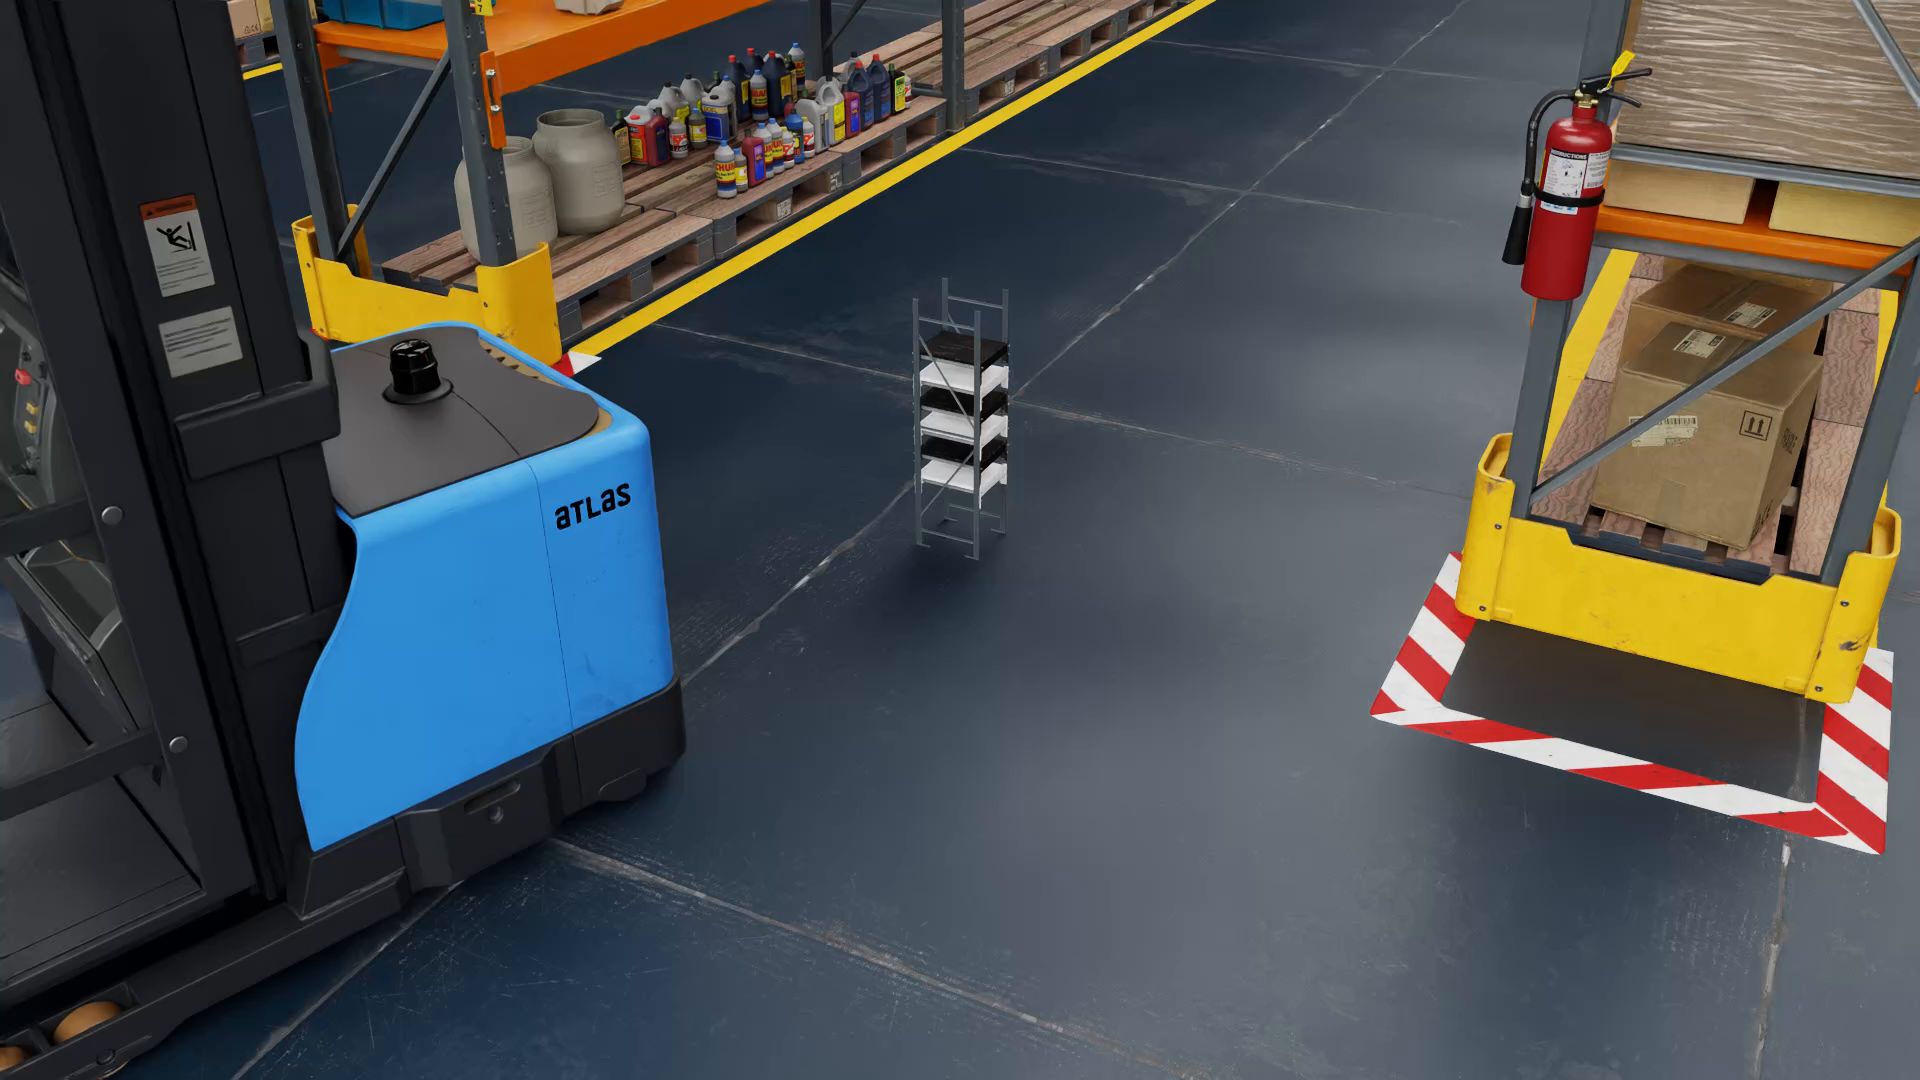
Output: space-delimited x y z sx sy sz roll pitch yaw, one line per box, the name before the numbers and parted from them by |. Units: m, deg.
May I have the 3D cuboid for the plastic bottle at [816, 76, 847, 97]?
plastic bottle | -0.713 -2.474 9.339 0.152 0.276 0.135 14 33 23

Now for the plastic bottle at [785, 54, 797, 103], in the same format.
plastic bottle | -1.009 -2.675 9.682 0.061 0.283 0.133 14 33 23

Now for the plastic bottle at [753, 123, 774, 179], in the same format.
plastic bottle | -1.008 -1.997 8.513 0.097 0.271 0.097 0 30 0

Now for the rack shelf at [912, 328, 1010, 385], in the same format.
rack shelf | 0.004 -0.599 5.414 0.258 0.077 0.200 14 33 23

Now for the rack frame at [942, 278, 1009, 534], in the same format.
rack frame | 0.050 -0.439 5.611 0.240 0.900 0.006 14 33 23

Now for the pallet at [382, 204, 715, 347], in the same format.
pallet | -1.900 -1.298 7.799 1.003 0.211 1.213 14 33 23

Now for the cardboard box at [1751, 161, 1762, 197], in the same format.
cardboard box | 2.202 -1.156 5.002 0.380 0.149 0.250 14 33 23

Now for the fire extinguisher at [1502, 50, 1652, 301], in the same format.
fire extinguisher | 1.679 -1.001 4.558 0.296 0.674 0.183 14 33 23

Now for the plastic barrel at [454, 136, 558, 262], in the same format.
plastic barrel | -2.036 -1.517 7.455 0.421 0.512 0.421 0 30 0

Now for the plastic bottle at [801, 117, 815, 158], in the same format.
plastic bottle | -0.824 -2.146 8.843 0.097 0.201 0.097 0 30 0

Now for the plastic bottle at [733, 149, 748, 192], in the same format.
plastic bottle | -1.117 -1.860 8.346 0.097 0.201 0.097 0 30 0

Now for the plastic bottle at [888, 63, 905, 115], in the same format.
plastic bottle | -0.371 -2.602 9.555 0.061 0.283 0.133 16 34 26

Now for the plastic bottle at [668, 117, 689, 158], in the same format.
plastic bottle | -1.499 -2.142 8.836 0.097 0.201 0.097 0 30 0

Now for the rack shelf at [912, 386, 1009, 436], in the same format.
rack shelf | 0.004 -0.443 5.504 0.258 0.077 0.200 14 33 23

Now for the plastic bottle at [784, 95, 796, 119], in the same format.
plastic bottle | -0.889 -2.264 8.966 0.061 0.283 0.133 14 33 23

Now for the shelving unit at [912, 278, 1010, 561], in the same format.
shelving unit | 0.004 -0.394 5.532 0.258 0.900 0.210 14 33 23

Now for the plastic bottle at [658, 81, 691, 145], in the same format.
plastic bottle | -1.547 -2.301 8.964 0.144 0.351 0.185 16 33 25

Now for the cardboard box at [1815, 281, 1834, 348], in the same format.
cardboard box | 3.279 -1.135 6.803 0.500 0.500 0.500 11 32 19

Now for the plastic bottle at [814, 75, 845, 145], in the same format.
plastic bottle | -0.717 -2.340 9.032 0.144 0.351 0.185 14 33 23

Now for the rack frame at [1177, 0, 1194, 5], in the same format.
rack frame | 1.377 -5.651 12.578 1.000 3.000 0.127 14 33 23

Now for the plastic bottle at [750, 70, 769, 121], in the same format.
plastic bottle | -1.141 -2.530 9.441 0.097 0.271 0.097 0 30 0

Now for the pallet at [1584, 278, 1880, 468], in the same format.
pallet | 3.135 -0.696 6.750 1.003 0.211 1.213 14 33 23

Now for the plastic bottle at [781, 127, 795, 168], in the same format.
plastic bottle | -0.917 -2.055 8.684 0.097 0.201 0.097 0 30 0

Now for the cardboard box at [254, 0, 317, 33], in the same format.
cardboard box | -4.870 -3.737 11.586 0.500 0.250 0.500 14 33 23

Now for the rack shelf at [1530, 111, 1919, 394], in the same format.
rack shelf | 3.053 -1.555 6.169 1.077 0.370 4.000 14 33 23

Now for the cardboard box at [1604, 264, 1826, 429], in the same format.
cardboard box | 2.683 -0.625 5.914 0.500 0.500 0.500 24 38 36

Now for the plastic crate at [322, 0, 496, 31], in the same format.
plastic crate | -2.306 -2.330 6.944 0.499 0.251 0.616 14 33 23

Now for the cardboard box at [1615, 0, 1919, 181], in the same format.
cardboard box | 2.417 -1.391 4.760 0.875 0.500 0.500 14 33 23

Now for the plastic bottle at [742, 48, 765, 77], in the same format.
plastic bottle | -1.183 -2.656 9.581 0.144 0.351 0.185 15 33 25

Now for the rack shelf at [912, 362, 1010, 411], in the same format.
rack shelf | 0.004 -0.521 5.459 0.258 0.077 0.200 14 33 23

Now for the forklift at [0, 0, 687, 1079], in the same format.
forklift | -2.180 -0.308 3.343 3.031 2.935 1.130 -25 38 -36

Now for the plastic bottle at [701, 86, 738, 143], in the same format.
plastic bottle | -1.319 -2.329 9.087 0.152 0.276 0.135 14 33 23

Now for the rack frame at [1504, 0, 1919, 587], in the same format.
rack frame | 2.142 -0.981 4.446 1.000 3.000 0.127 14 33 23

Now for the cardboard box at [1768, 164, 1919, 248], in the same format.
cardboard box | 2.484 -0.944 4.634 0.380 0.149 0.250 14 33 23

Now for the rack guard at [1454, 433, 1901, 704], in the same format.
rack guard | 2.176 0.070 5.127 1.175 0.500 0.348 14 33 23

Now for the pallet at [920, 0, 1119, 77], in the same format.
pallet | 0.432 -3.568 11.751 1.003 0.211 1.213 14 33 23

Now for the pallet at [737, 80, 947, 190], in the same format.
pallet | -0.789 -2.380 9.682 1.003 0.211 1.213 14 33 23

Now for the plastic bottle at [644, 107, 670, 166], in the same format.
plastic bottle | -1.587 -2.112 8.702 0.061 0.283 0.133 14 33 23

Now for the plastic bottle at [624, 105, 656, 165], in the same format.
plastic bottle | -1.682 -2.133 8.746 0.152 0.276 0.135 15 33 24

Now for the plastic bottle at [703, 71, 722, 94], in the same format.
plastic bottle | -1.381 -2.479 9.341 0.061 0.283 0.133 16 33 25

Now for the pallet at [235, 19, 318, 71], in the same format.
pallet | -5.253 -3.451 11.547 1.003 0.211 1.213 14 33 23

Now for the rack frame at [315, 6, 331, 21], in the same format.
rack frame | -4.853 -5.003 11.450 1.000 3.000 0.127 14 33 23

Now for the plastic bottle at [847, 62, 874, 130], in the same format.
plastic bottle | -0.570 -2.484 9.281 0.144 0.351 0.185 13 32 21
